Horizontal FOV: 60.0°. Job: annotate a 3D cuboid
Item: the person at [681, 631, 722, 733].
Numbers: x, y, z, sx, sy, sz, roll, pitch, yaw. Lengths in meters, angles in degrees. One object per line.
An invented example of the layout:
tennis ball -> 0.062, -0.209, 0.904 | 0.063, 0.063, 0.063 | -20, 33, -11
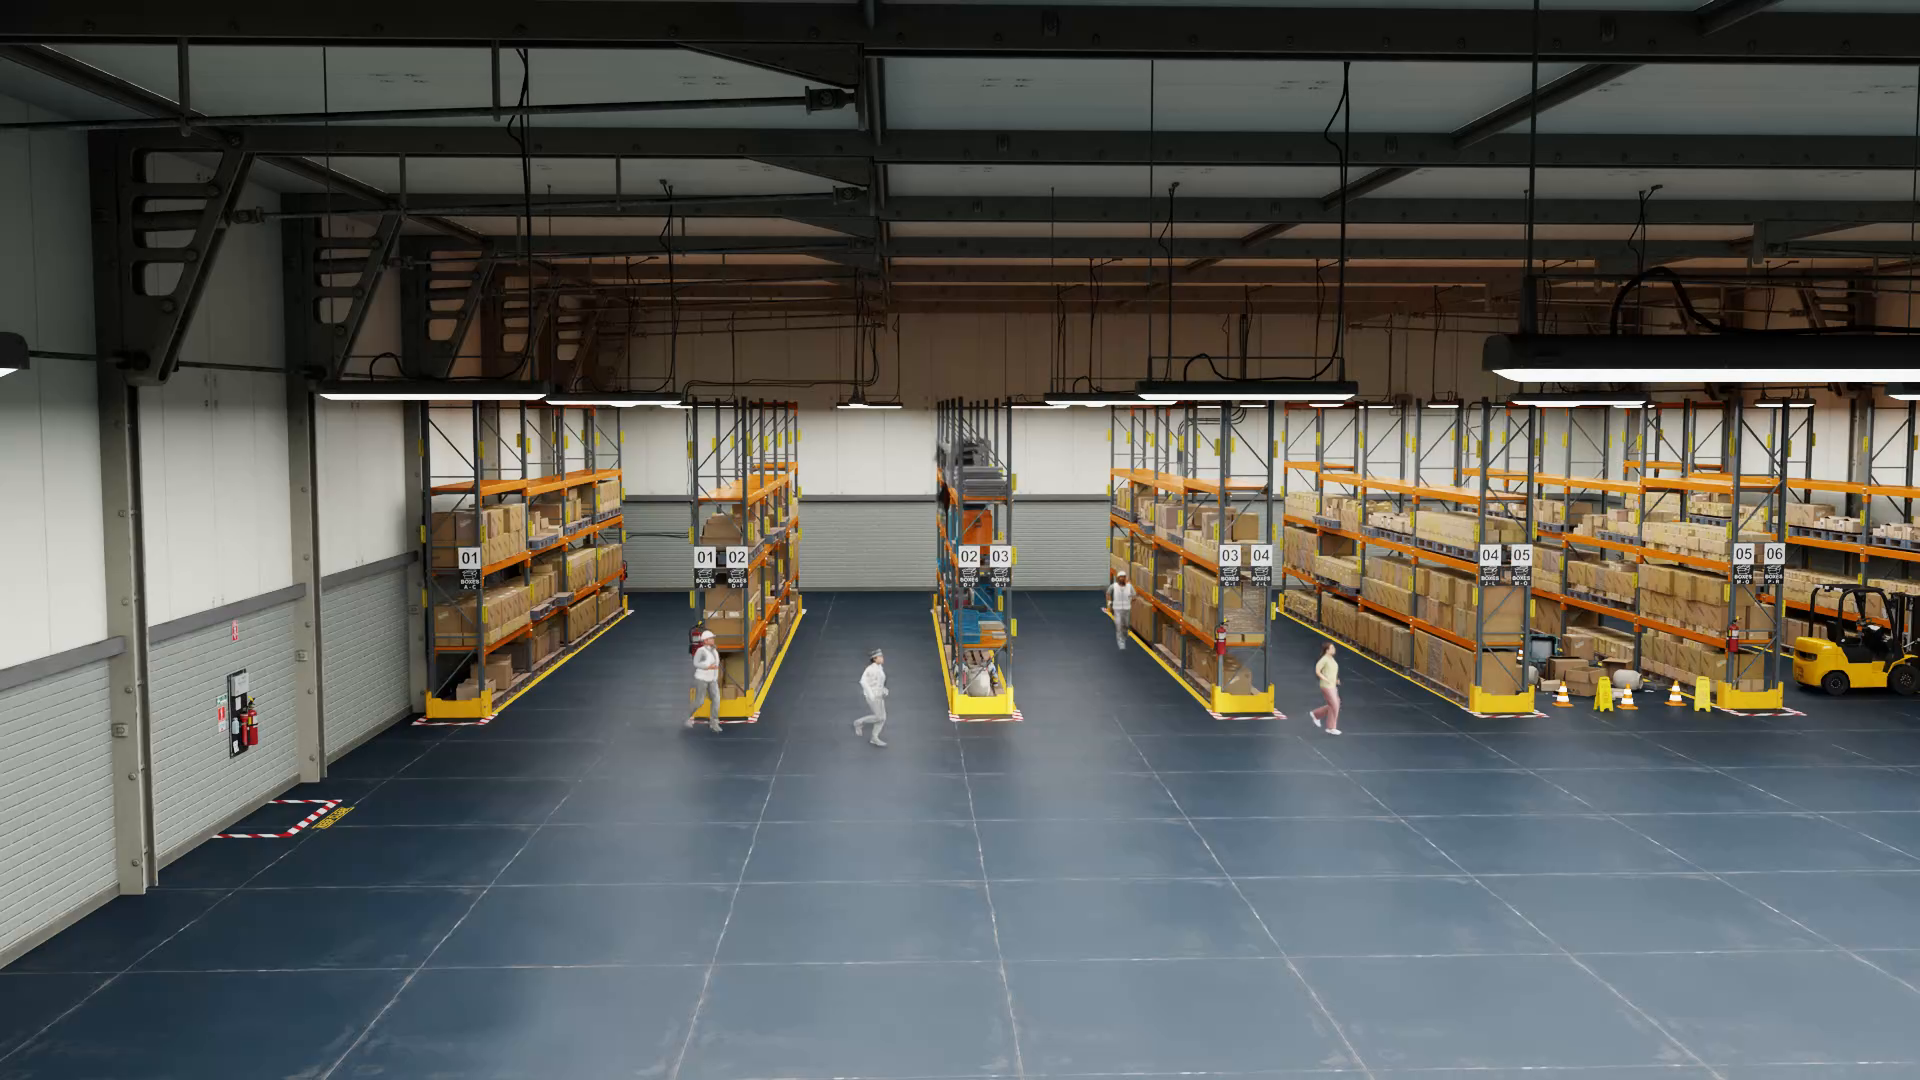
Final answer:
person -> -4.551, 2.521, 29.860 | 0.885, 1.782, 0.679 | 3, 5, 32

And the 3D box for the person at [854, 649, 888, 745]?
person -> -1.529, 2.692, 28.690 | 0.571, 1.662, 0.638 | 1, 5, 18

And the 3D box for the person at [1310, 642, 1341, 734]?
person -> 6.498, 2.621, 29.595 | 0.619, 1.643, 0.589 | 3, 5, 34

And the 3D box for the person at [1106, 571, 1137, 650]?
person -> 3.710, 1.609, 38.083 | 0.696, 1.793, 0.873 | 0, 4, -4
